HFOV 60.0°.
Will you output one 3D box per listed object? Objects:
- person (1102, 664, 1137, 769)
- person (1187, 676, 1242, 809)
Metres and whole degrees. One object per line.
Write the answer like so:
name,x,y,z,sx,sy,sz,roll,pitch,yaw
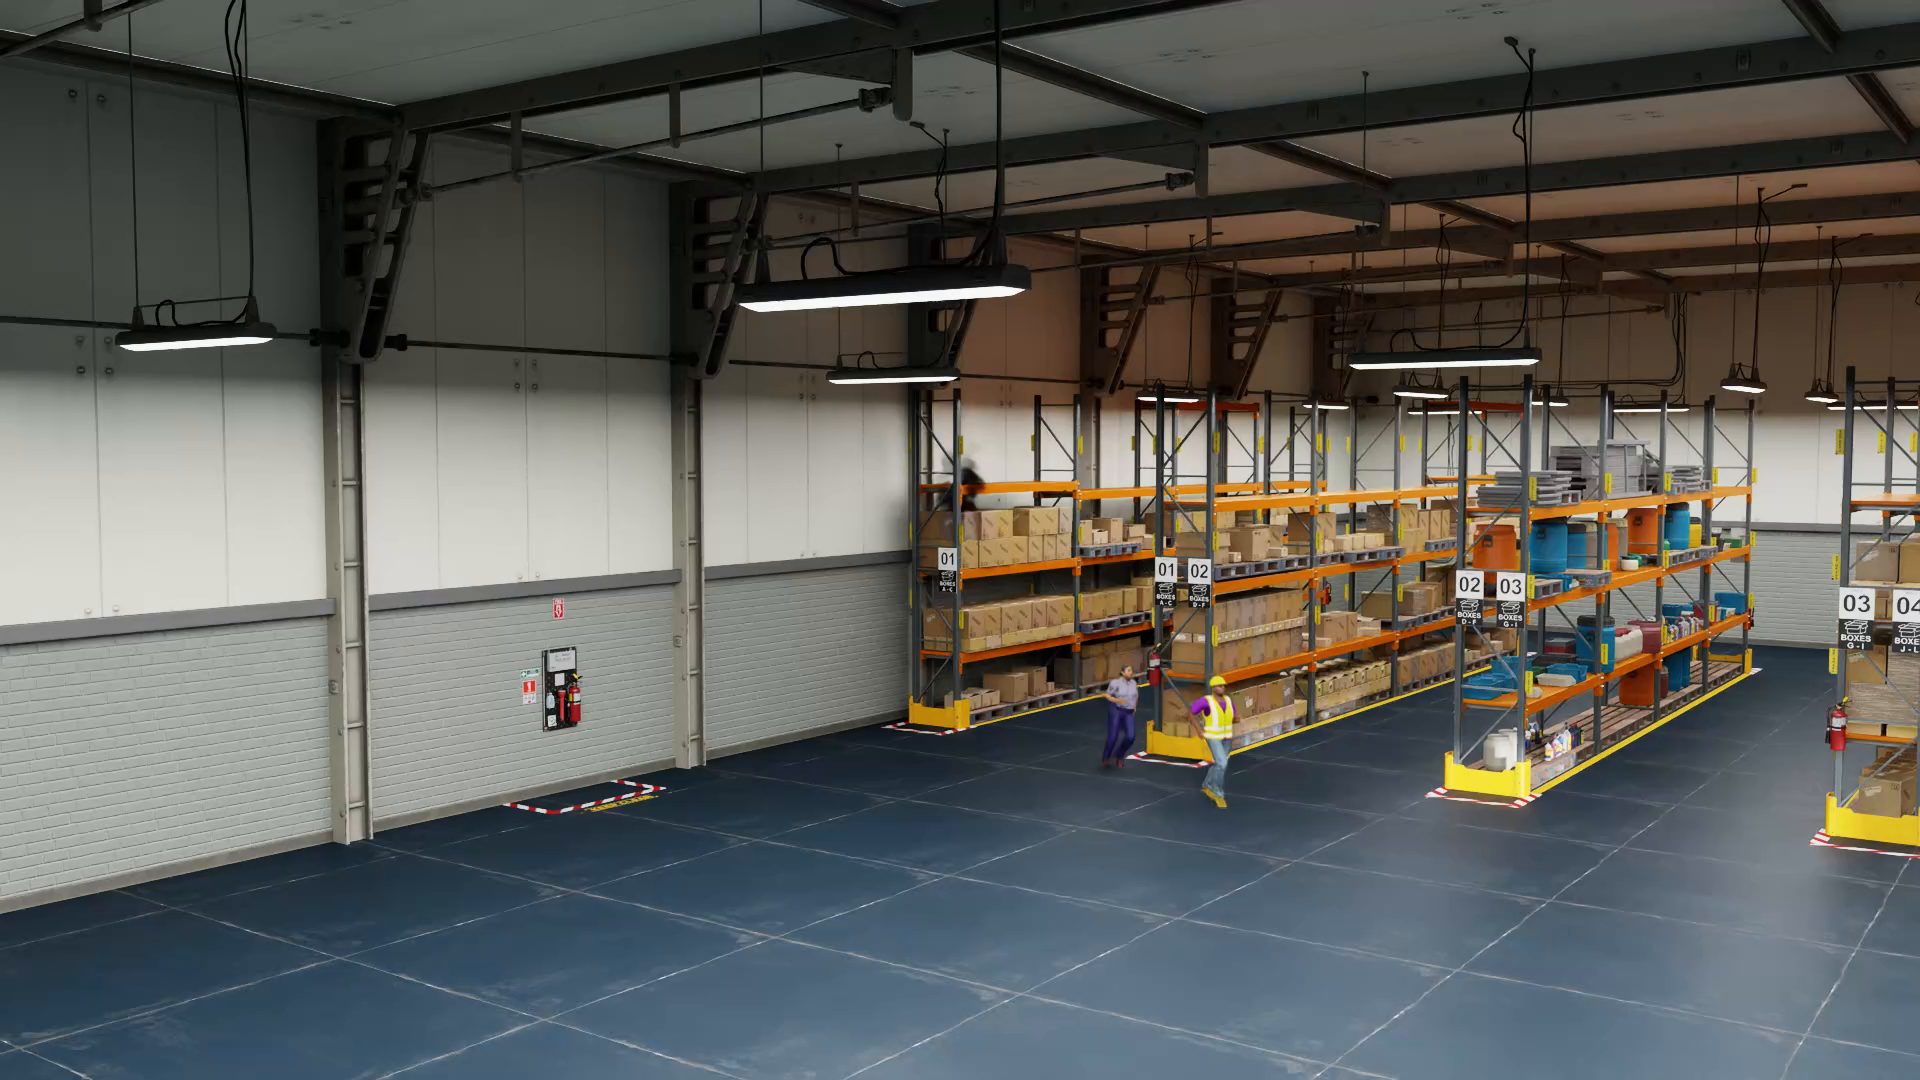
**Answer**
person,2.545,2.739,25.779,0.604,1.638,0.613,-1,3,-17
person,3.593,2.806,23.173,0.675,1.828,0.722,-2,4,-32
